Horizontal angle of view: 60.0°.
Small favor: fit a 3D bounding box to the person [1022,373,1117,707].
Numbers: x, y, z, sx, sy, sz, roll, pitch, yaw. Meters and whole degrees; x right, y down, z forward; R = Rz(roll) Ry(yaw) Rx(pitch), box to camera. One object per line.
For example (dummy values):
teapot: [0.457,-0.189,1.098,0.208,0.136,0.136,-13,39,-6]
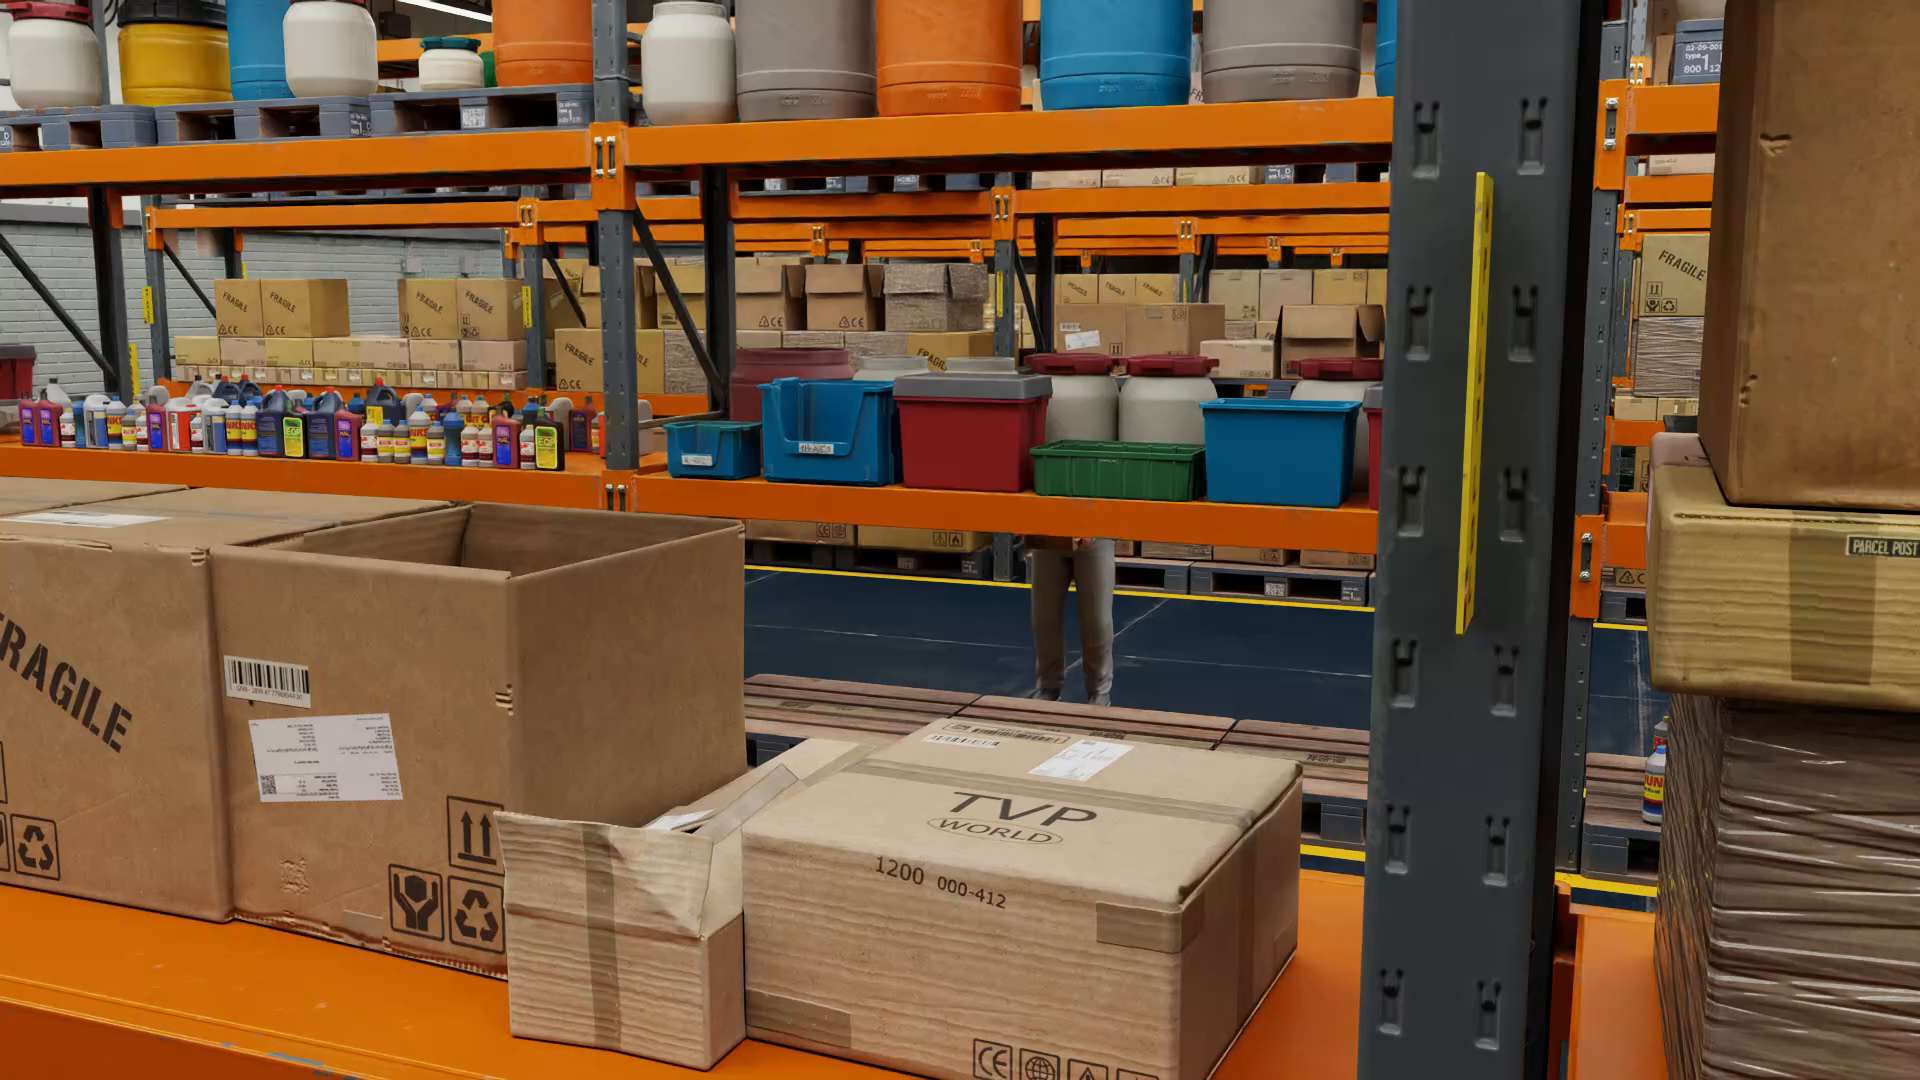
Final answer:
person: [0.554,0.003,8.259,0.494,1.766,0.567,4,9,22]
